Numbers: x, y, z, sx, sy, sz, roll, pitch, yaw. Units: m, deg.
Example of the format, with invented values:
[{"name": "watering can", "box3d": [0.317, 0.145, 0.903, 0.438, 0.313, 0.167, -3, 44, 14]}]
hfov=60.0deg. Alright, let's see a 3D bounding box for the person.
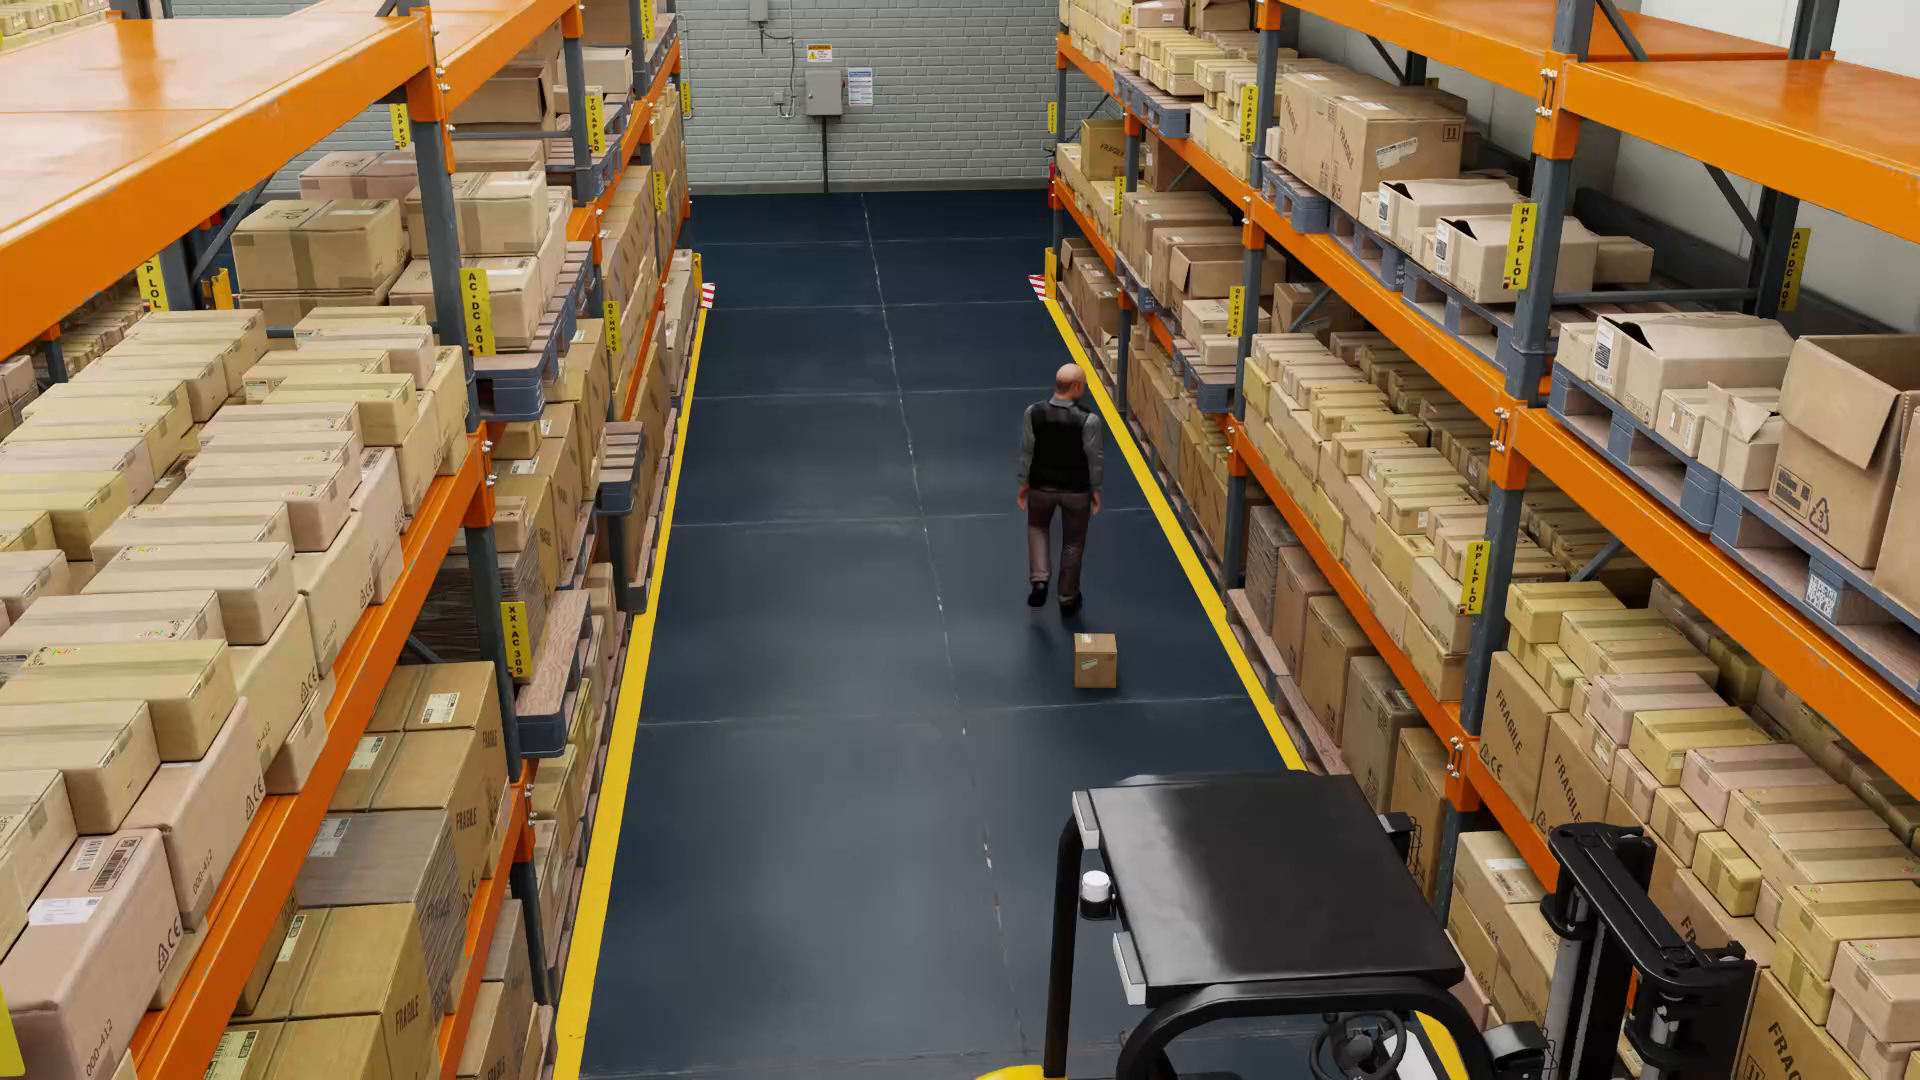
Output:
[{"name": "person", "box3d": [0.673, -0.337, 10.856, 0.559, 1.715, 0.441, 7, 24, 15]}]
